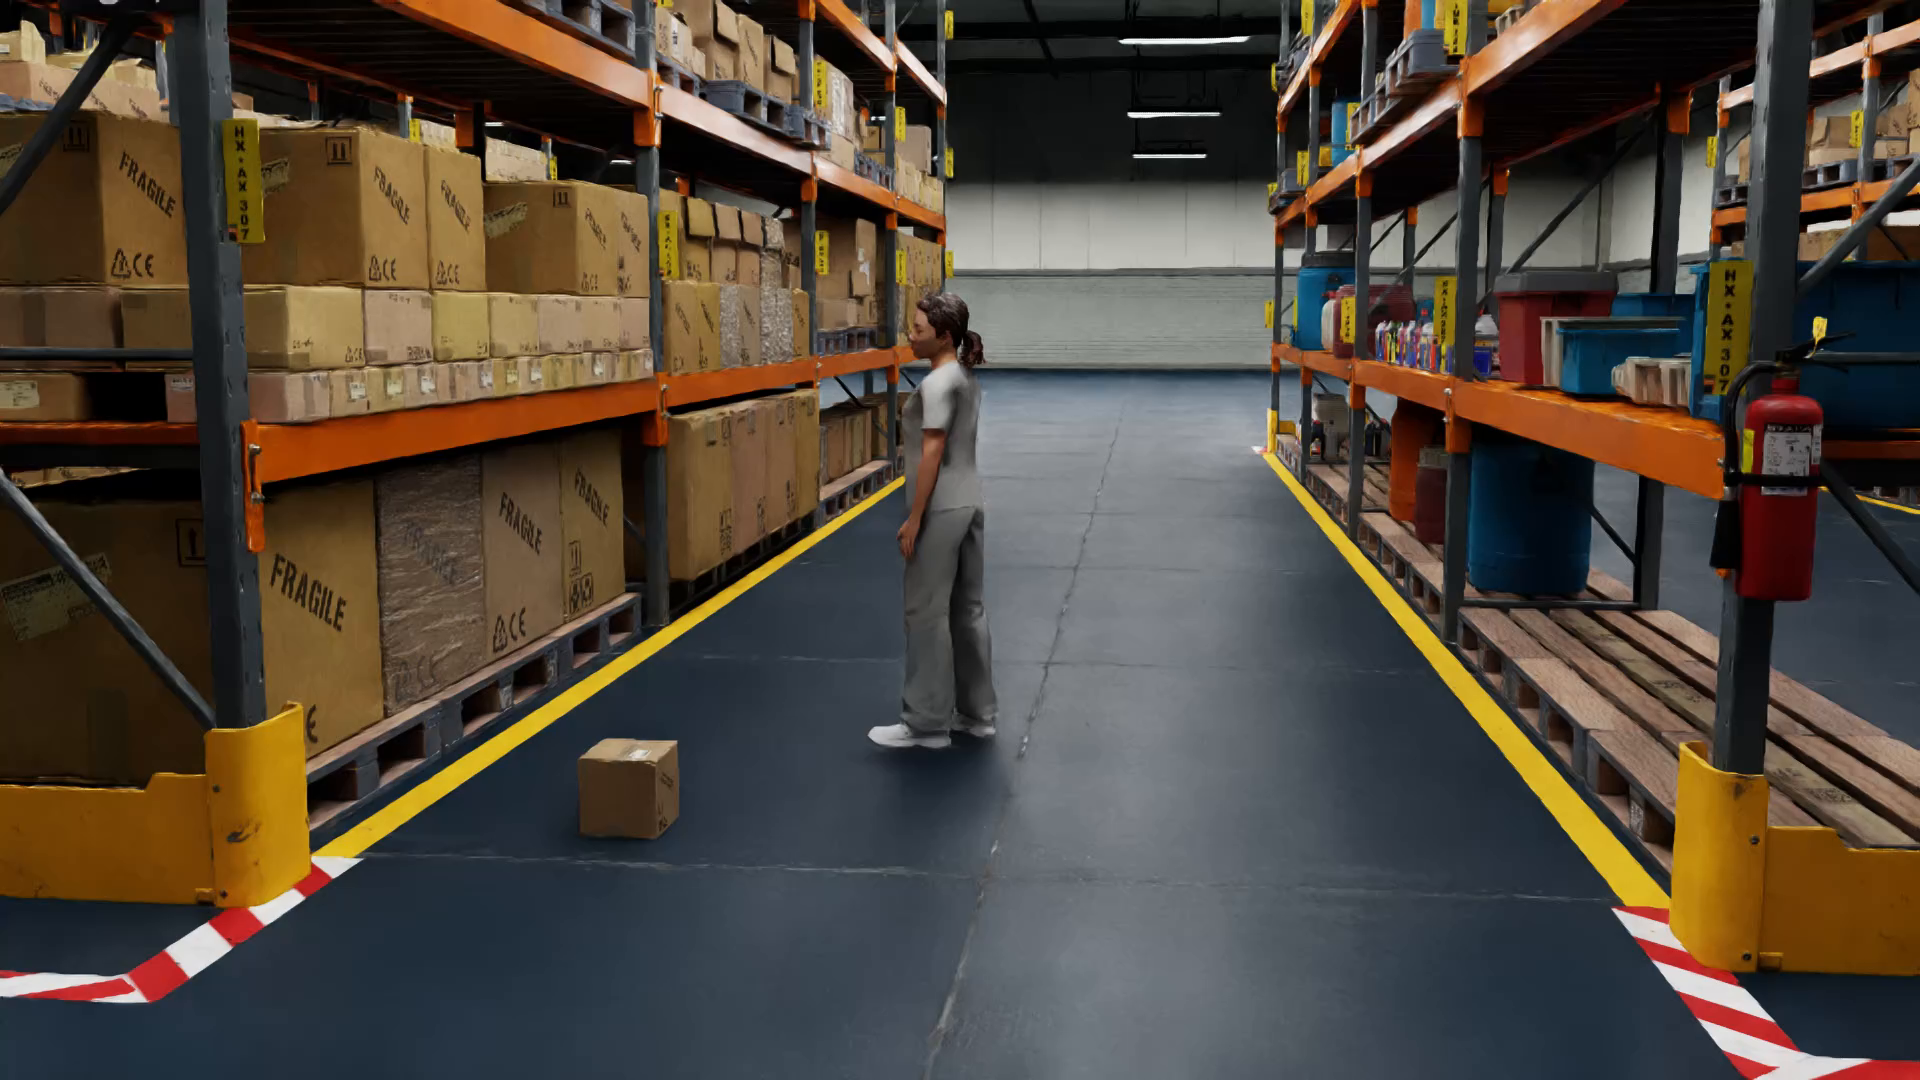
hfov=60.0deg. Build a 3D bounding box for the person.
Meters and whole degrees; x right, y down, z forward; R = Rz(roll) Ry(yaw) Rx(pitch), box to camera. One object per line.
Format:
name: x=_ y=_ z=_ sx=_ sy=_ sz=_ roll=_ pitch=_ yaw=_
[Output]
person: x=-0.085 y=-0.077 z=6.196 sx=0.411 sy=1.674 sz=0.528 roll=3 pitch=8 yaw=19
